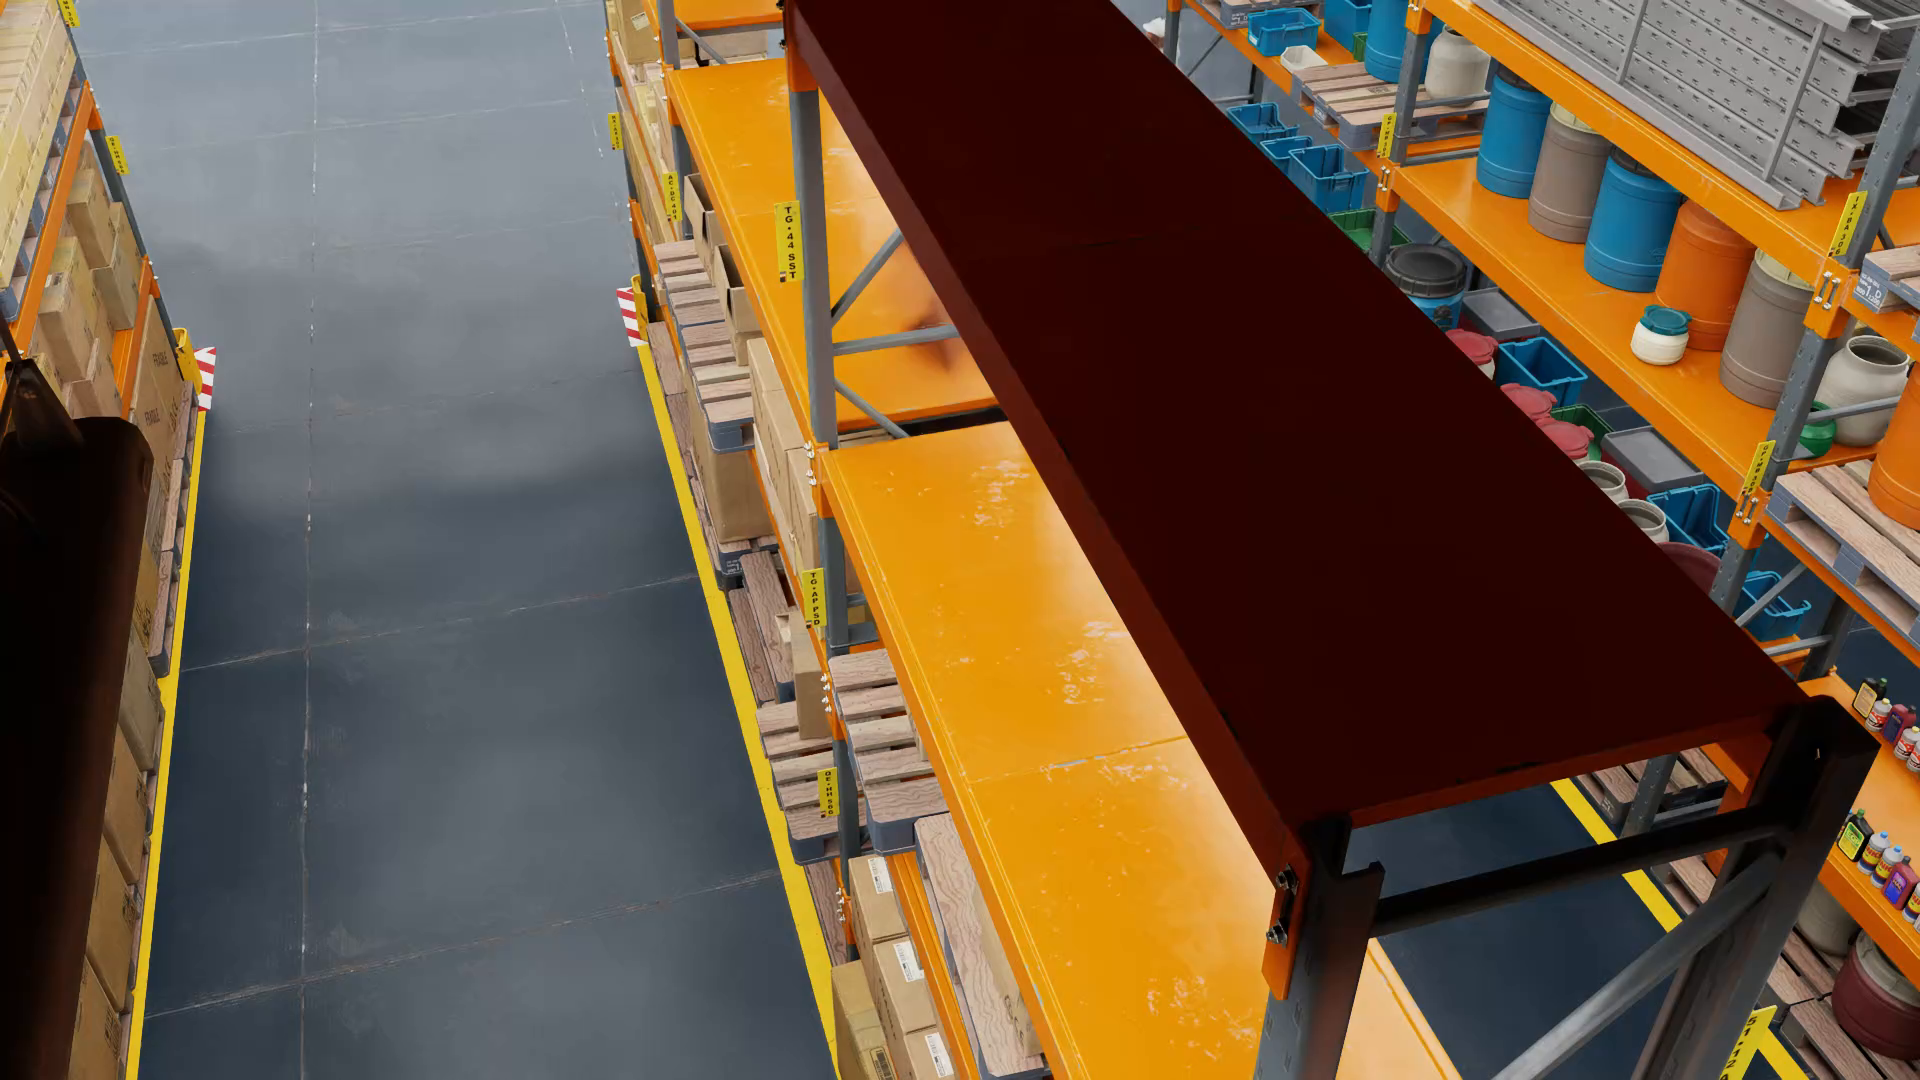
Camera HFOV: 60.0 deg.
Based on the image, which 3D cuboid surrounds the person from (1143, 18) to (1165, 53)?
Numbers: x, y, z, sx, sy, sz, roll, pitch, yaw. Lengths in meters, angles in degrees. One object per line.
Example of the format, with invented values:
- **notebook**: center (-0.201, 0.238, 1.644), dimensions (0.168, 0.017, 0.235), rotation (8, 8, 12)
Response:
- **person**: center (2.053, -4.554, 17.199), dimensions (0.783, 1.739, 0.760), rotation (8, 39, 10)
